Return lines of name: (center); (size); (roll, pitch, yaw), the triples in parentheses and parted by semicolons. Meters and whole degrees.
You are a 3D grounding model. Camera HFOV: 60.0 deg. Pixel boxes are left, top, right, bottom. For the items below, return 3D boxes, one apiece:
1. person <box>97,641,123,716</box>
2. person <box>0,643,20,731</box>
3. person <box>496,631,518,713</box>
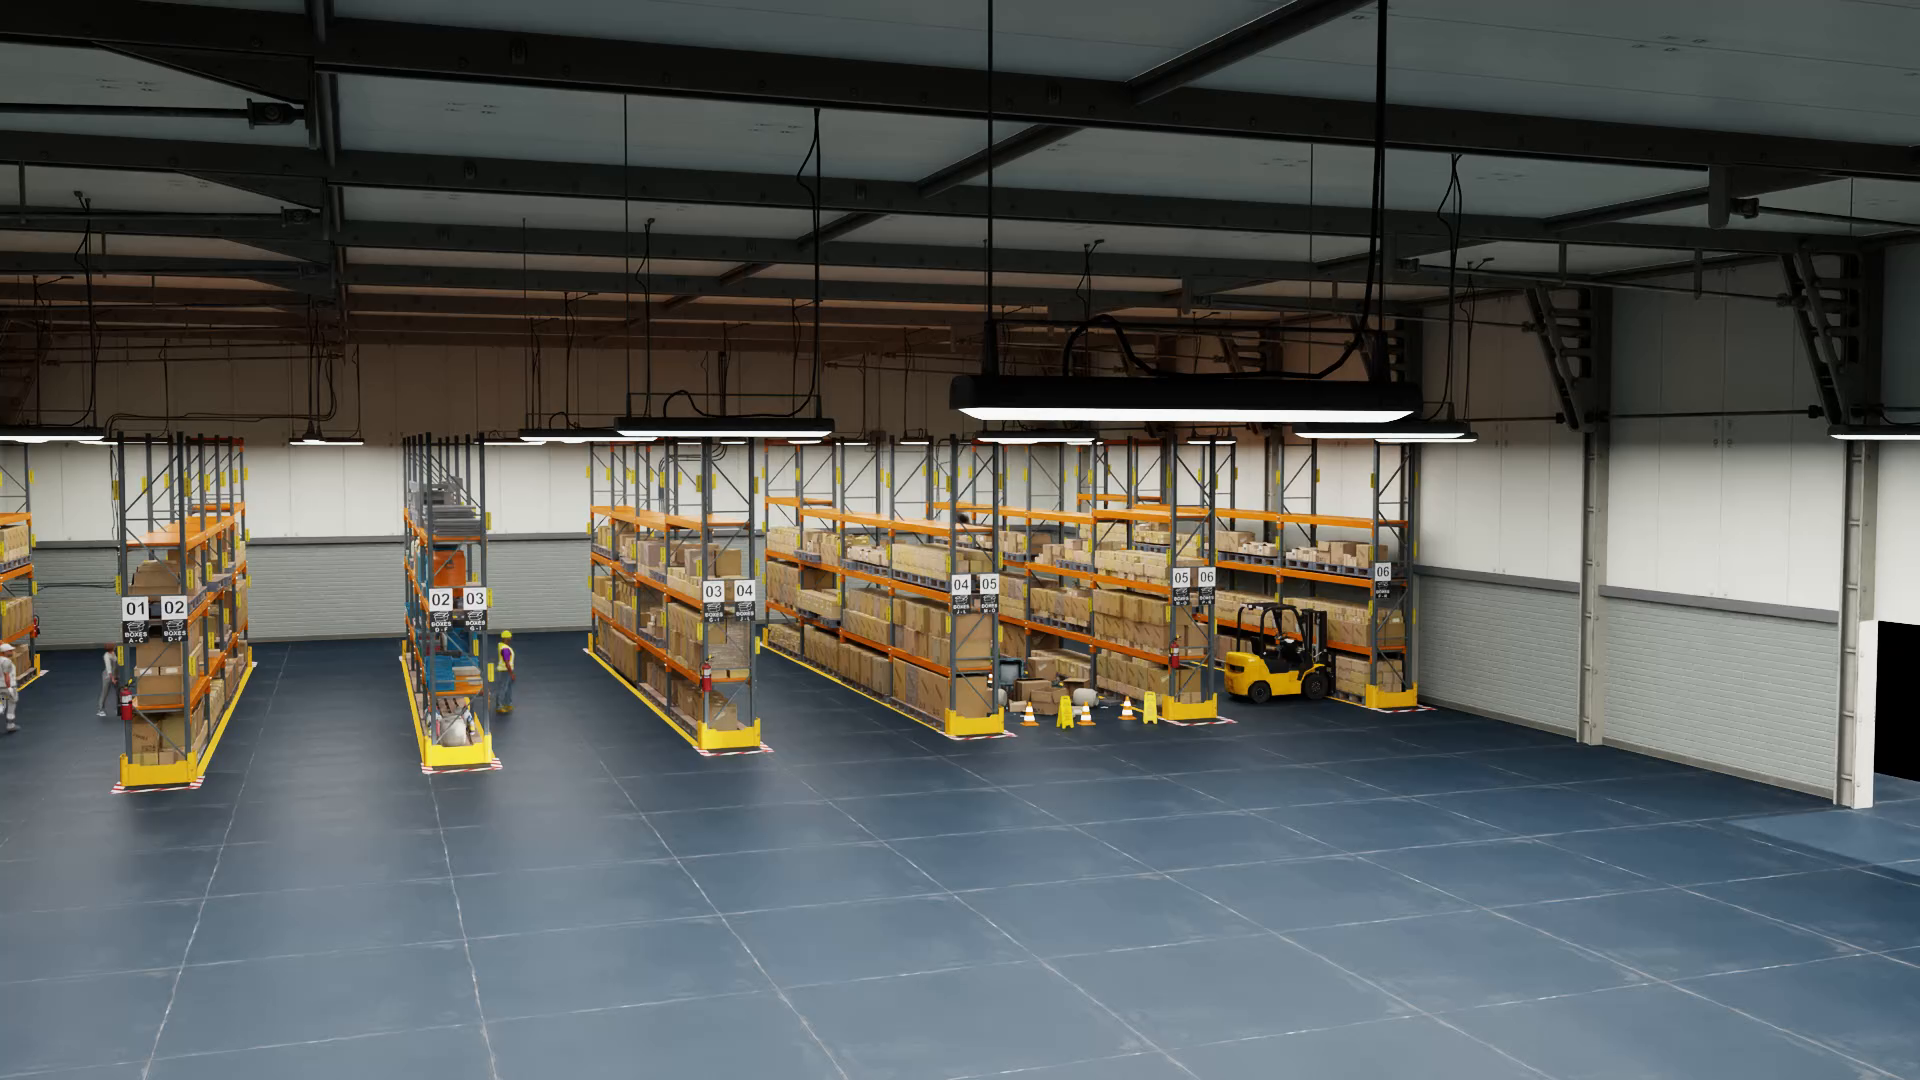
person: (-18.124, 2.955, 35.583); (0.578, 1.599, 0.557); (0, 3, 5)
person: (-19.217, 2.968, 33.411); (0.514, 1.782, 0.669); (1, 3, 18)
person: (-9.824, 2.864, 36.012); (0.453, 1.815, 0.667); (-1, 3, -11)
